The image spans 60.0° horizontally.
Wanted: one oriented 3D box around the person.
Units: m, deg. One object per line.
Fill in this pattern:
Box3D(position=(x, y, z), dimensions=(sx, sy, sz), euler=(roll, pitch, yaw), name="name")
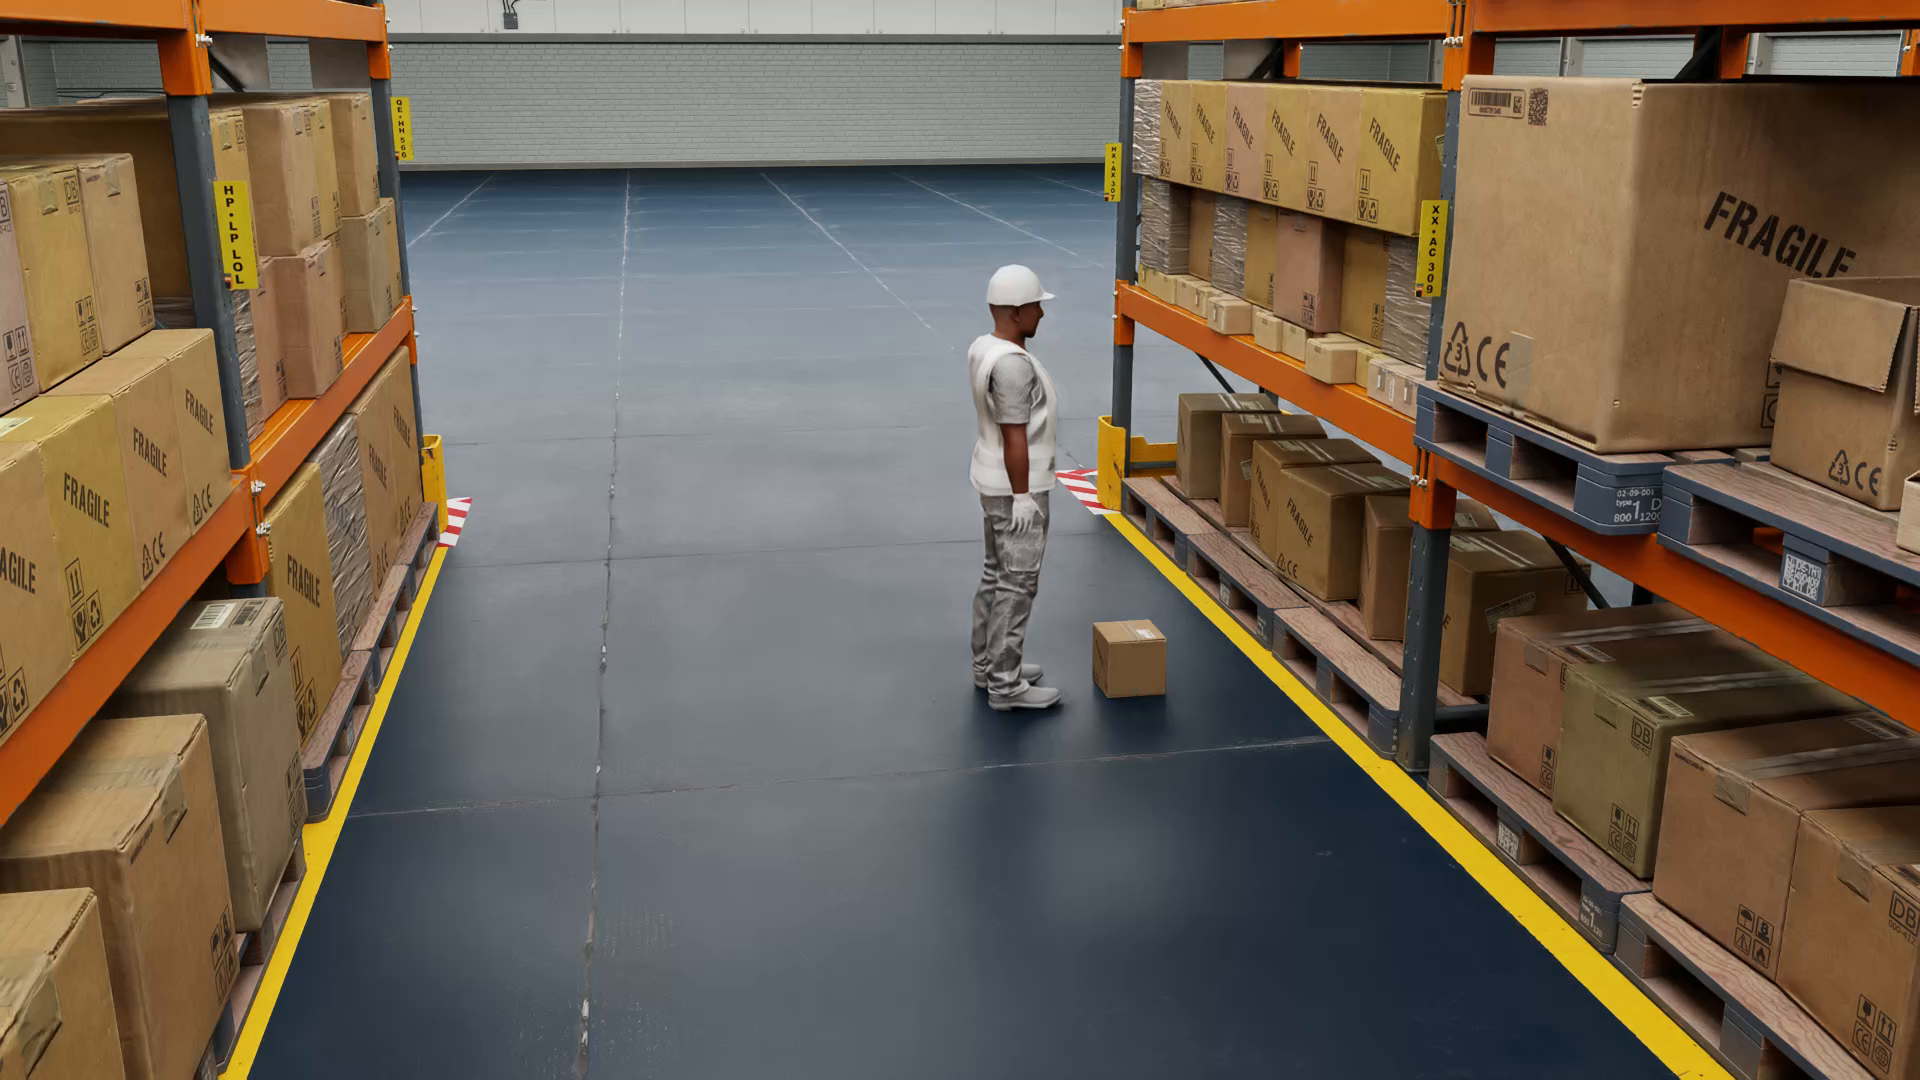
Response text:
Box3D(position=(0.220, -0.215, 6.733), dimensions=(0.358, 1.784, 0.545), euler=(-3, 16, -9), name="person")
